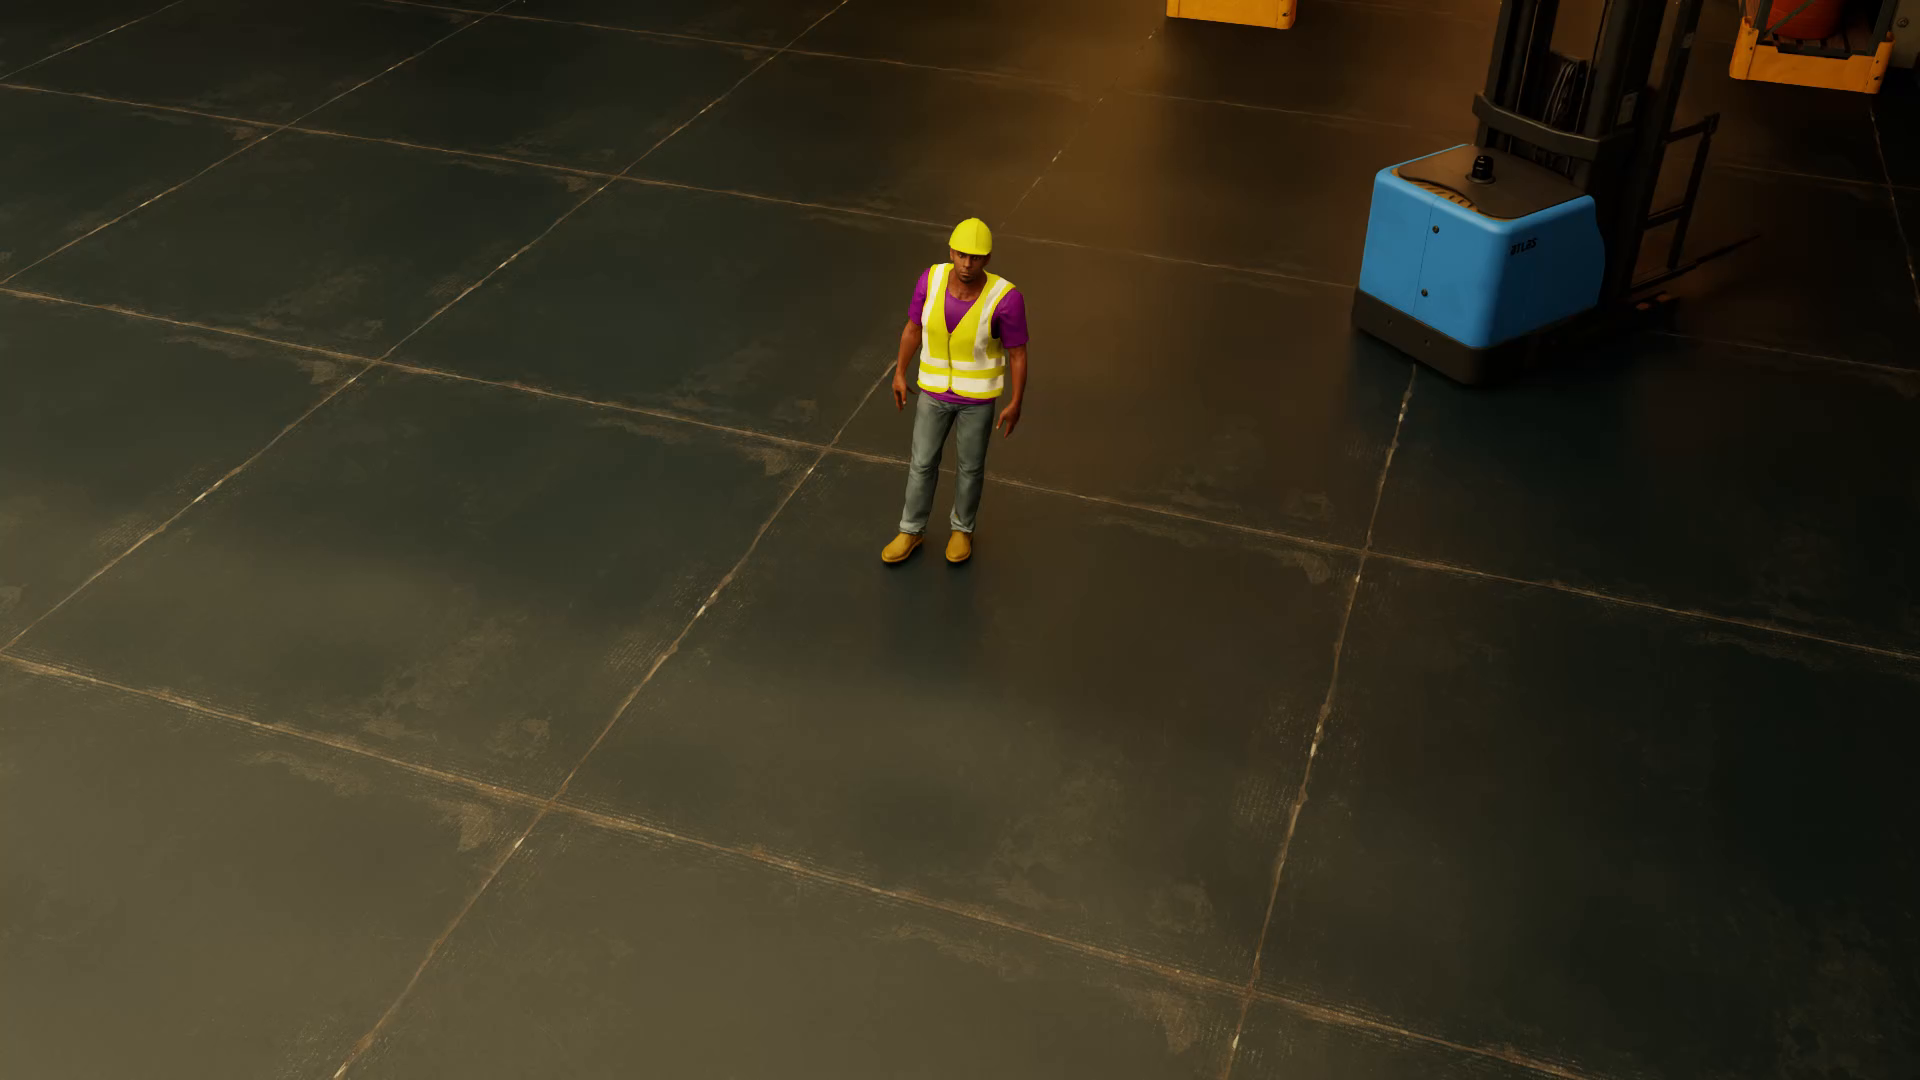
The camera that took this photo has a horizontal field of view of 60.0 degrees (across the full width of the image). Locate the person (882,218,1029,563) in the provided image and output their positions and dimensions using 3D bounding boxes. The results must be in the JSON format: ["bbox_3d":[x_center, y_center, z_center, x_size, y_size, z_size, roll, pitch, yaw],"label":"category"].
[{"bbox_3d":[-0.028,-0.689,8.077,0.666,1.768,0.575,12,37,16],"label":"person"}]

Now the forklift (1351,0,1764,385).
[{"bbox_3d":[3.970,-2.765,10.011,3.031,2.935,1.130,-21,40,-27],"label":"forklift"}]
